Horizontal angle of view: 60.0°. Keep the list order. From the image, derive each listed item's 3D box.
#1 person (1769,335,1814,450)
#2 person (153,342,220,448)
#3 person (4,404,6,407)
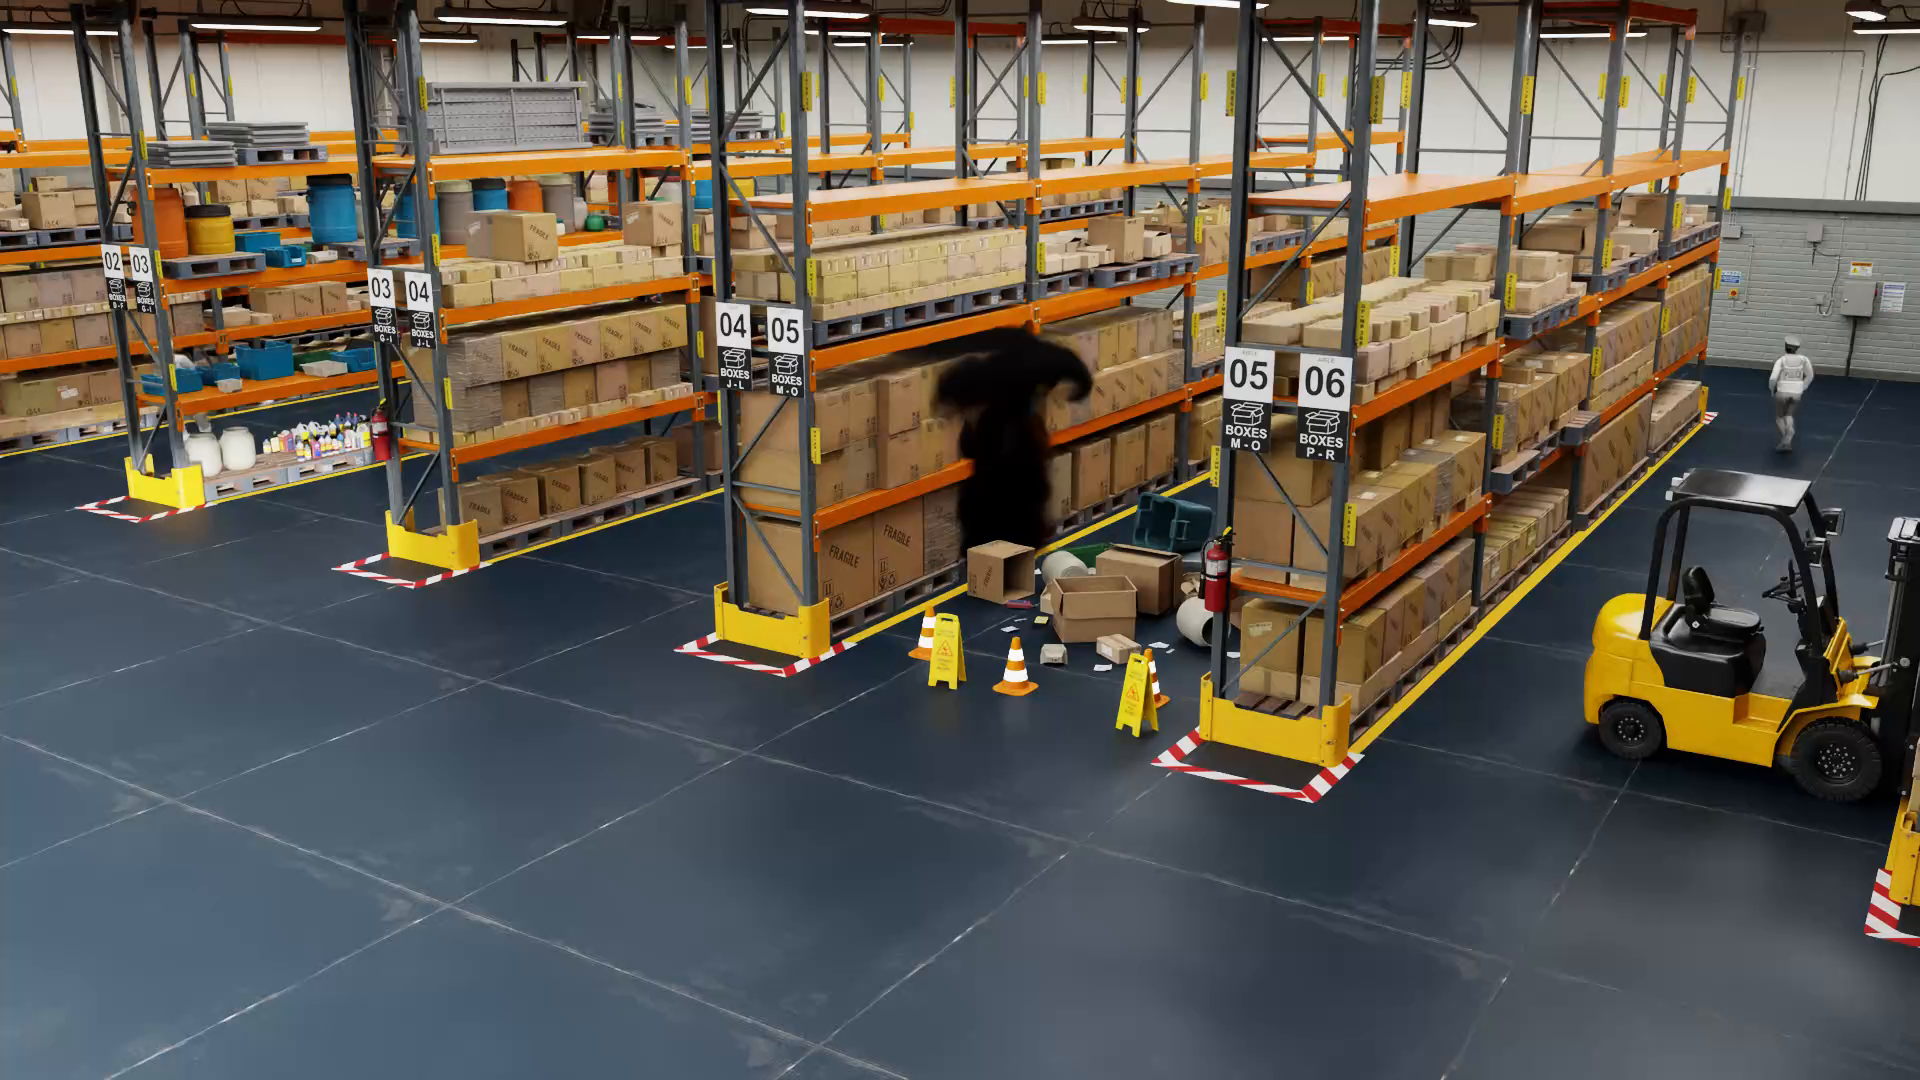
[{"bbox_3d":[11.805,-2.065,23.641,0.614,1.632,0.525,3,16,9],"label":"person"},{"bbox_3d":[-10.886,-2.026,23.364,0.669,1.696,0.897,-2,16,-6],"label":"person"},{"bbox_3d":[-15.008,-2.507,25.334,0.593,1.594,0.775,2,16,8],"label":"person"}]
